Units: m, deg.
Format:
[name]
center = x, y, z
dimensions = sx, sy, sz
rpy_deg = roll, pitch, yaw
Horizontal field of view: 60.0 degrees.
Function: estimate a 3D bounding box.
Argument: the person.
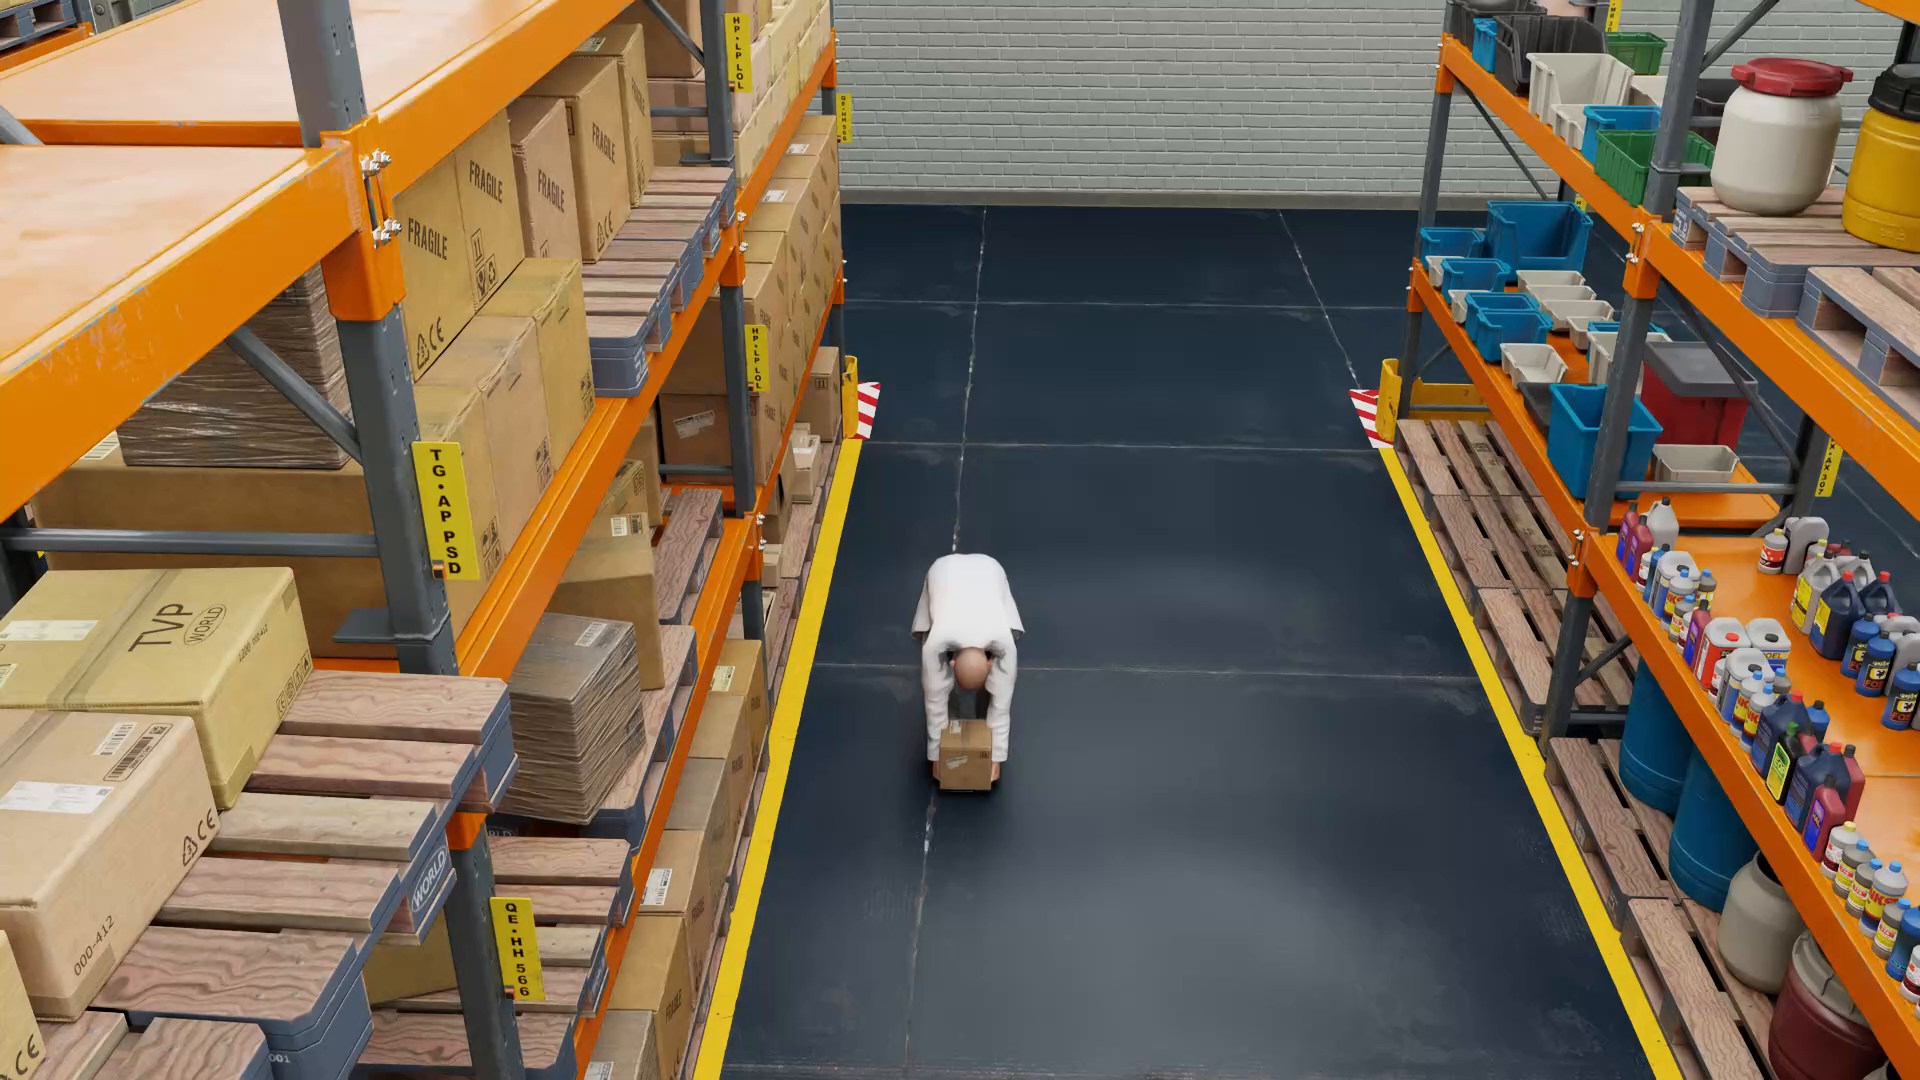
[person]
center = 0.039, 0.622, 8.300
dimensions = 0.581, 0.982, 0.943
rpy_deg = 0, 28, -1
